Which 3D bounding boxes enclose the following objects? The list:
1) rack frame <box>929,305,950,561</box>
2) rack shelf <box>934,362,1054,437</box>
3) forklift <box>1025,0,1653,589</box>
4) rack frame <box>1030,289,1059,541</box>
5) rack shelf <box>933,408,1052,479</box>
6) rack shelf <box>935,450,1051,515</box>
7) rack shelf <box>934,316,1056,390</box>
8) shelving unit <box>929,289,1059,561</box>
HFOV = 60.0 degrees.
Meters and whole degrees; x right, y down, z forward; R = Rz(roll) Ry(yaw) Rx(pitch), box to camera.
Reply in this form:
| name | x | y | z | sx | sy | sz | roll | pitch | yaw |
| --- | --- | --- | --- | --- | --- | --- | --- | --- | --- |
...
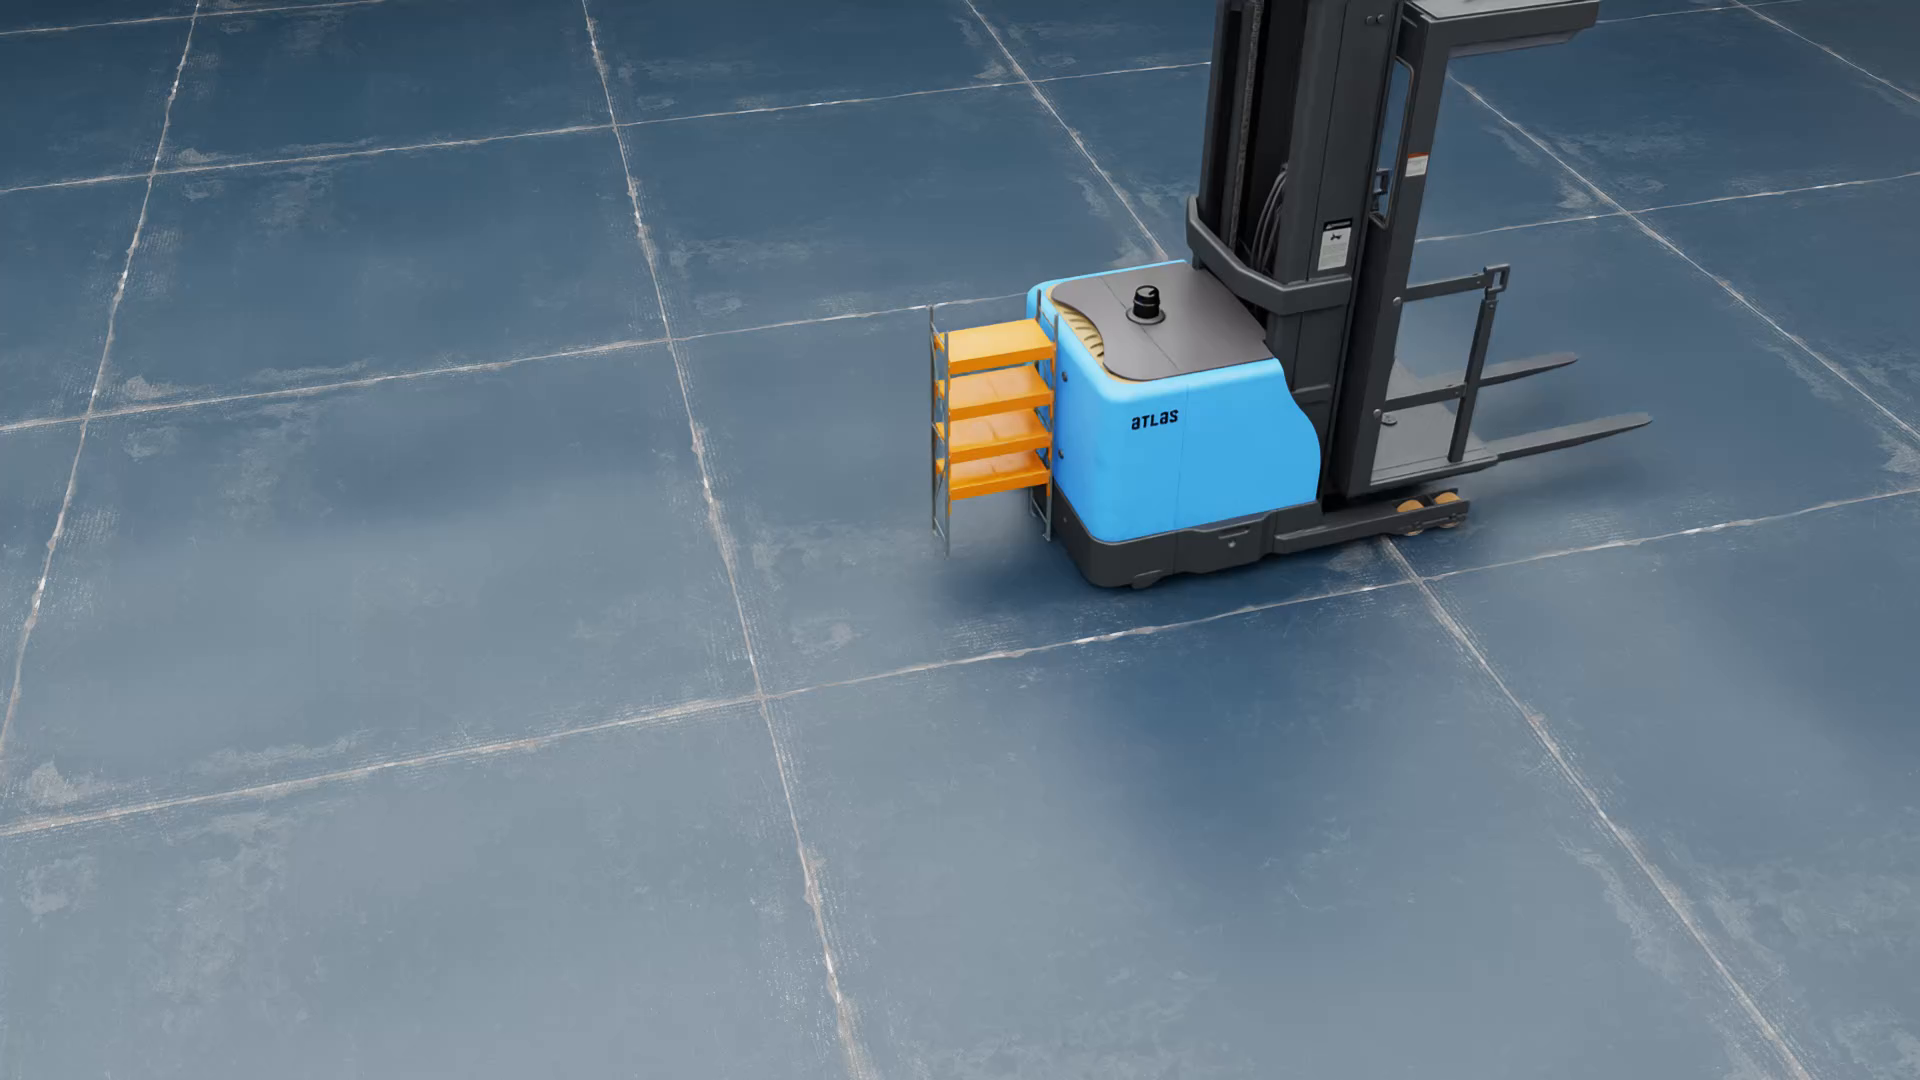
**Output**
| name | x | y | z | sx | sy | sz | roll | pitch | yaw |
| --- | --- | --- | --- | --- | --- | --- | --- | --- | --- |
| rack frame | -0.090 | -0.452 | 7.354 | 0.015 | 1.200 | 0.240 | -11 | 39 | -14 |
| rack shelf | 0.143 | -0.621 | 7.317 | 0.480 | 0.148 | 0.258 | -11 | 39 | -14 |
| forklift | 1.862 | -1.475 | 7.266 | 3.031 | 2.935 | 1.130 | -12 | 39 | -15 |
| rack frame | 0.376 | -0.541 | 7.470 | 0.015 | 1.200 | 0.240 | -11 | 39 | -14 |
| rack shelf | 0.143 | -0.443 | 7.453 | 0.480 | 0.148 | 0.258 | -11 | 39 | -14 |
| rack shelf | 0.143 | -0.286 | 7.573 | 0.480 | 0.148 | 0.258 | -11 | 39 | -14 |
| rack shelf | 0.143 | -0.809 | 7.173 | 0.480 | 0.148 | 0.258 | -11 | 39 | -14 |
| shelving unit | 0.143 | -0.497 | 7.412 | 0.503 | 1.200 | 0.258 | -11 | 39 | -14 |
